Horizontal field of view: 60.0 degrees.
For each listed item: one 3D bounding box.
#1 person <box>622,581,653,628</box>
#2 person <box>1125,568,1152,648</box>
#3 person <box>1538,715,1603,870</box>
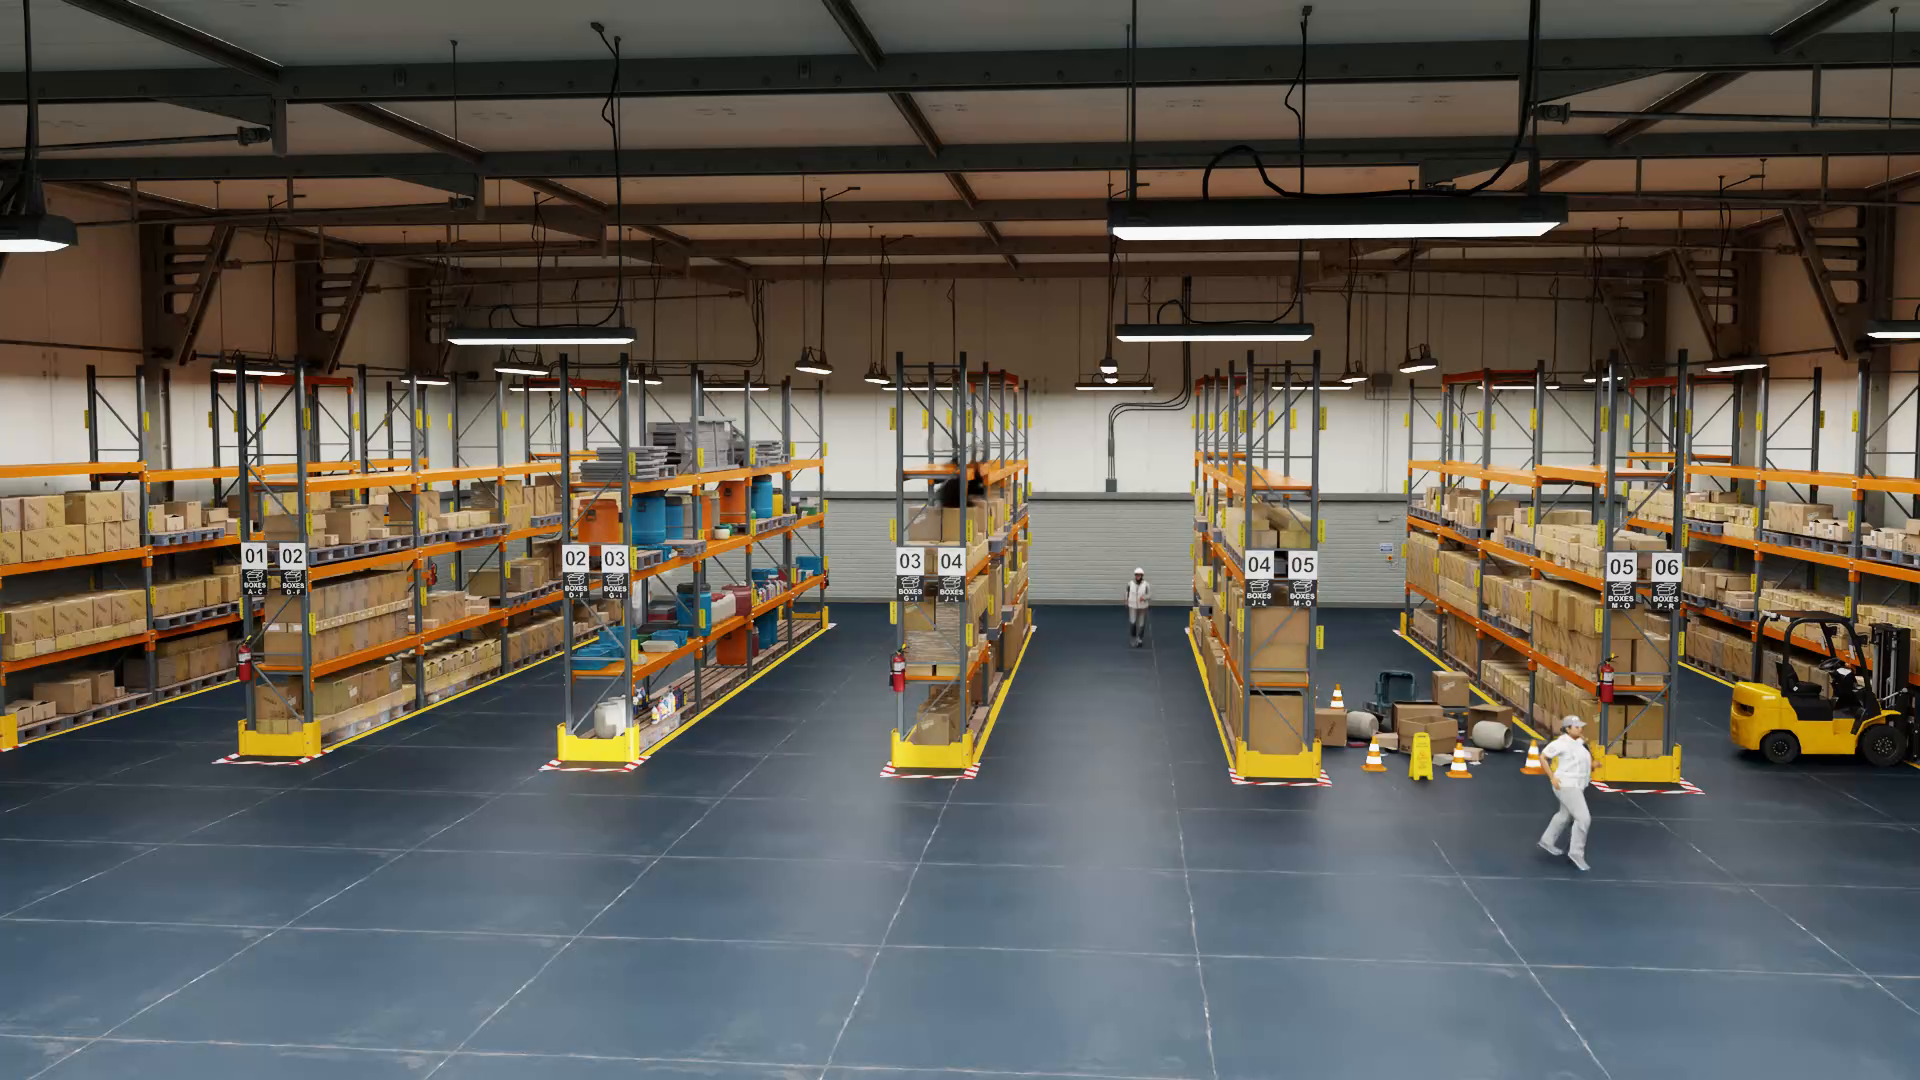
[{"bbox_3d":[-7.166,1.515,36.823,0.680,1.757,0.822,0,4,-4],"label":"person"},{"bbox_3d":[3.957,1.502,36.927,0.623,1.775,0.773,1,4,10],"label":"person"},{"bbox_3d":[6.905,2.842,18.829,0.734,1.731,0.576,4,6,42],"label":"person"}]
